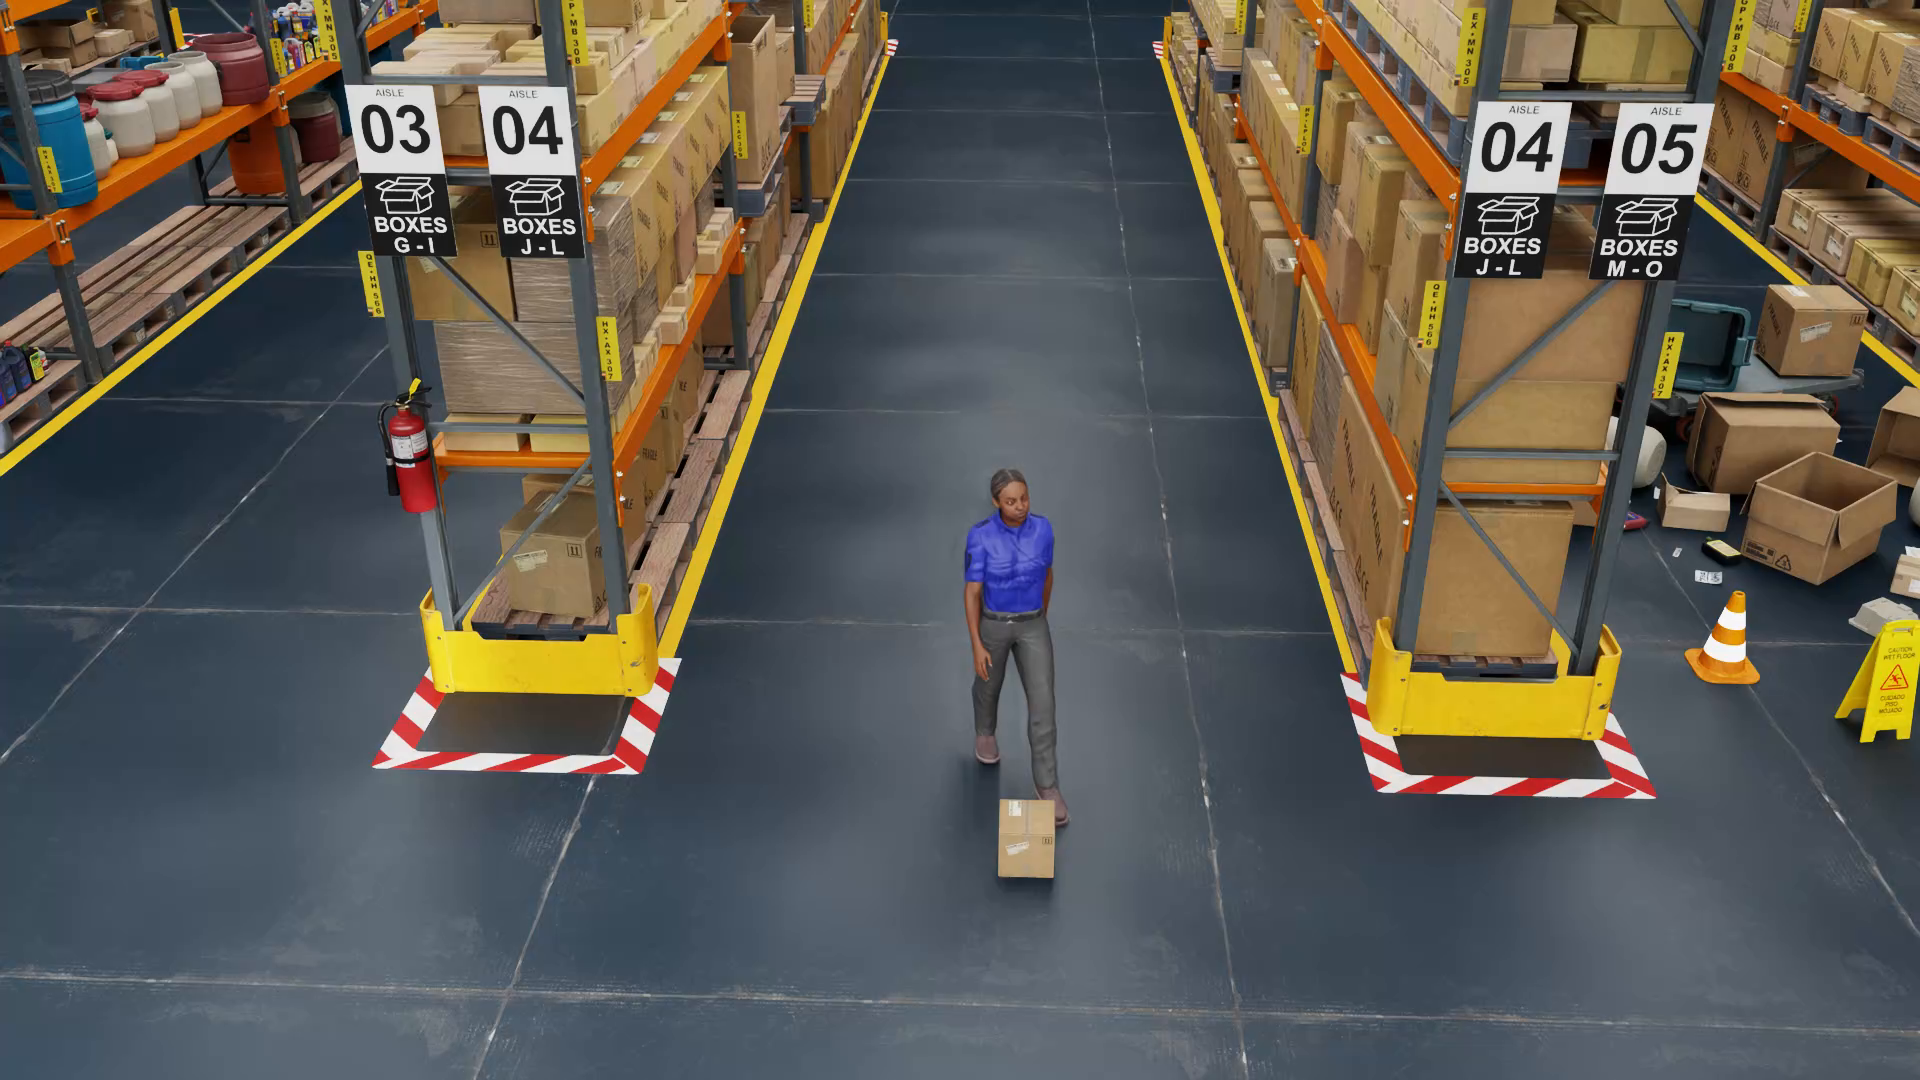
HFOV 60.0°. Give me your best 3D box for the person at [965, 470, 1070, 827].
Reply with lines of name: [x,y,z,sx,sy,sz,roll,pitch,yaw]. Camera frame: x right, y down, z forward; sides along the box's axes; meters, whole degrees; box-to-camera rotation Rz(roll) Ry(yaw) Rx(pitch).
person: [0.255,0.470,7.724,0.457,1.615,0.879,-5,29,-9]
